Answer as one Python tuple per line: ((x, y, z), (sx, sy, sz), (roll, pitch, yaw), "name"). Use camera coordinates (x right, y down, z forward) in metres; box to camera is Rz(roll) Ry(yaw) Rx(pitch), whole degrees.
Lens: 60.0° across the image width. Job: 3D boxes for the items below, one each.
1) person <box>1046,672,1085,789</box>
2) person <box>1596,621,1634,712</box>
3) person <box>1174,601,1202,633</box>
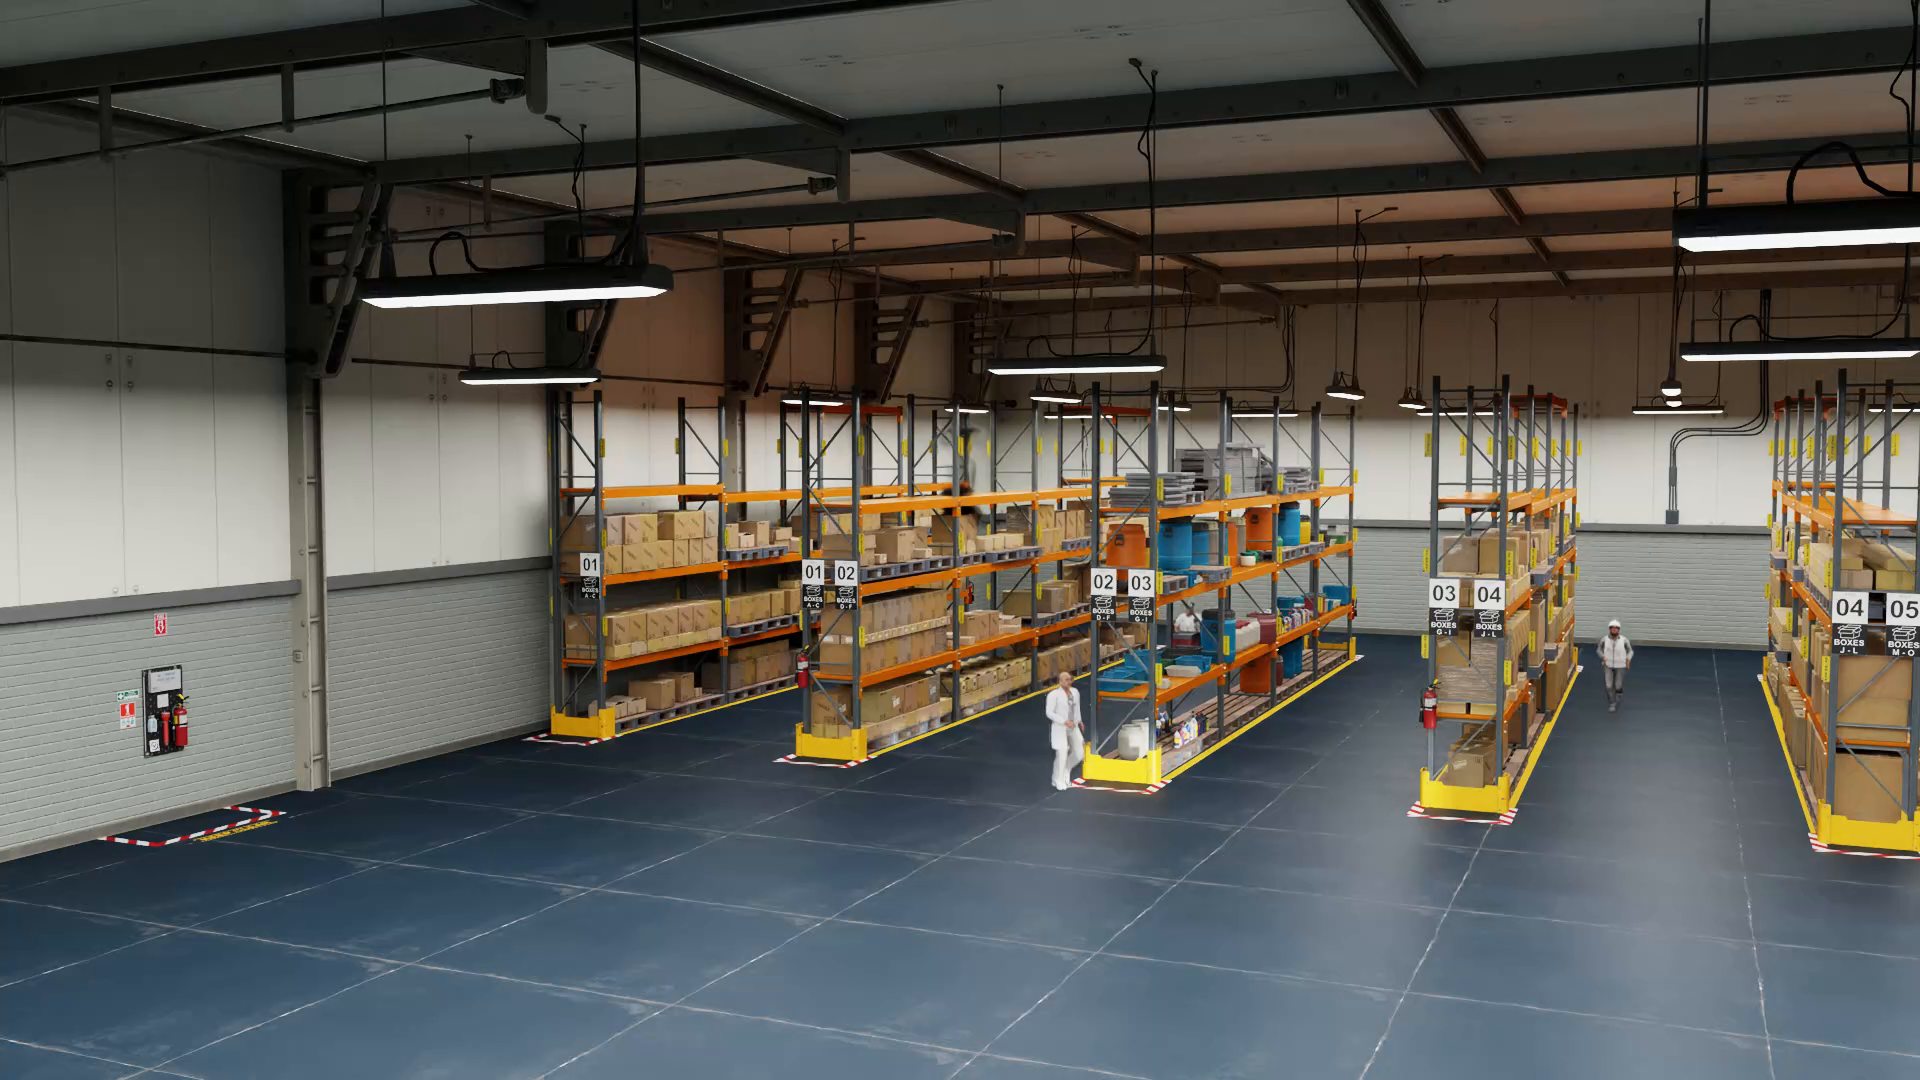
((1.563, 2.829, 24.297), (0.690, 1.655, 0.716), (-2, 4, -30), "person")
((12.458, 2.398, 31.667), (0.661, 1.731, 0.584), (2, 4, 26), "person")
((4.888, 2.175, 35.553), (0.667, 1.735, 0.600), (1, 3, 19), "person")
